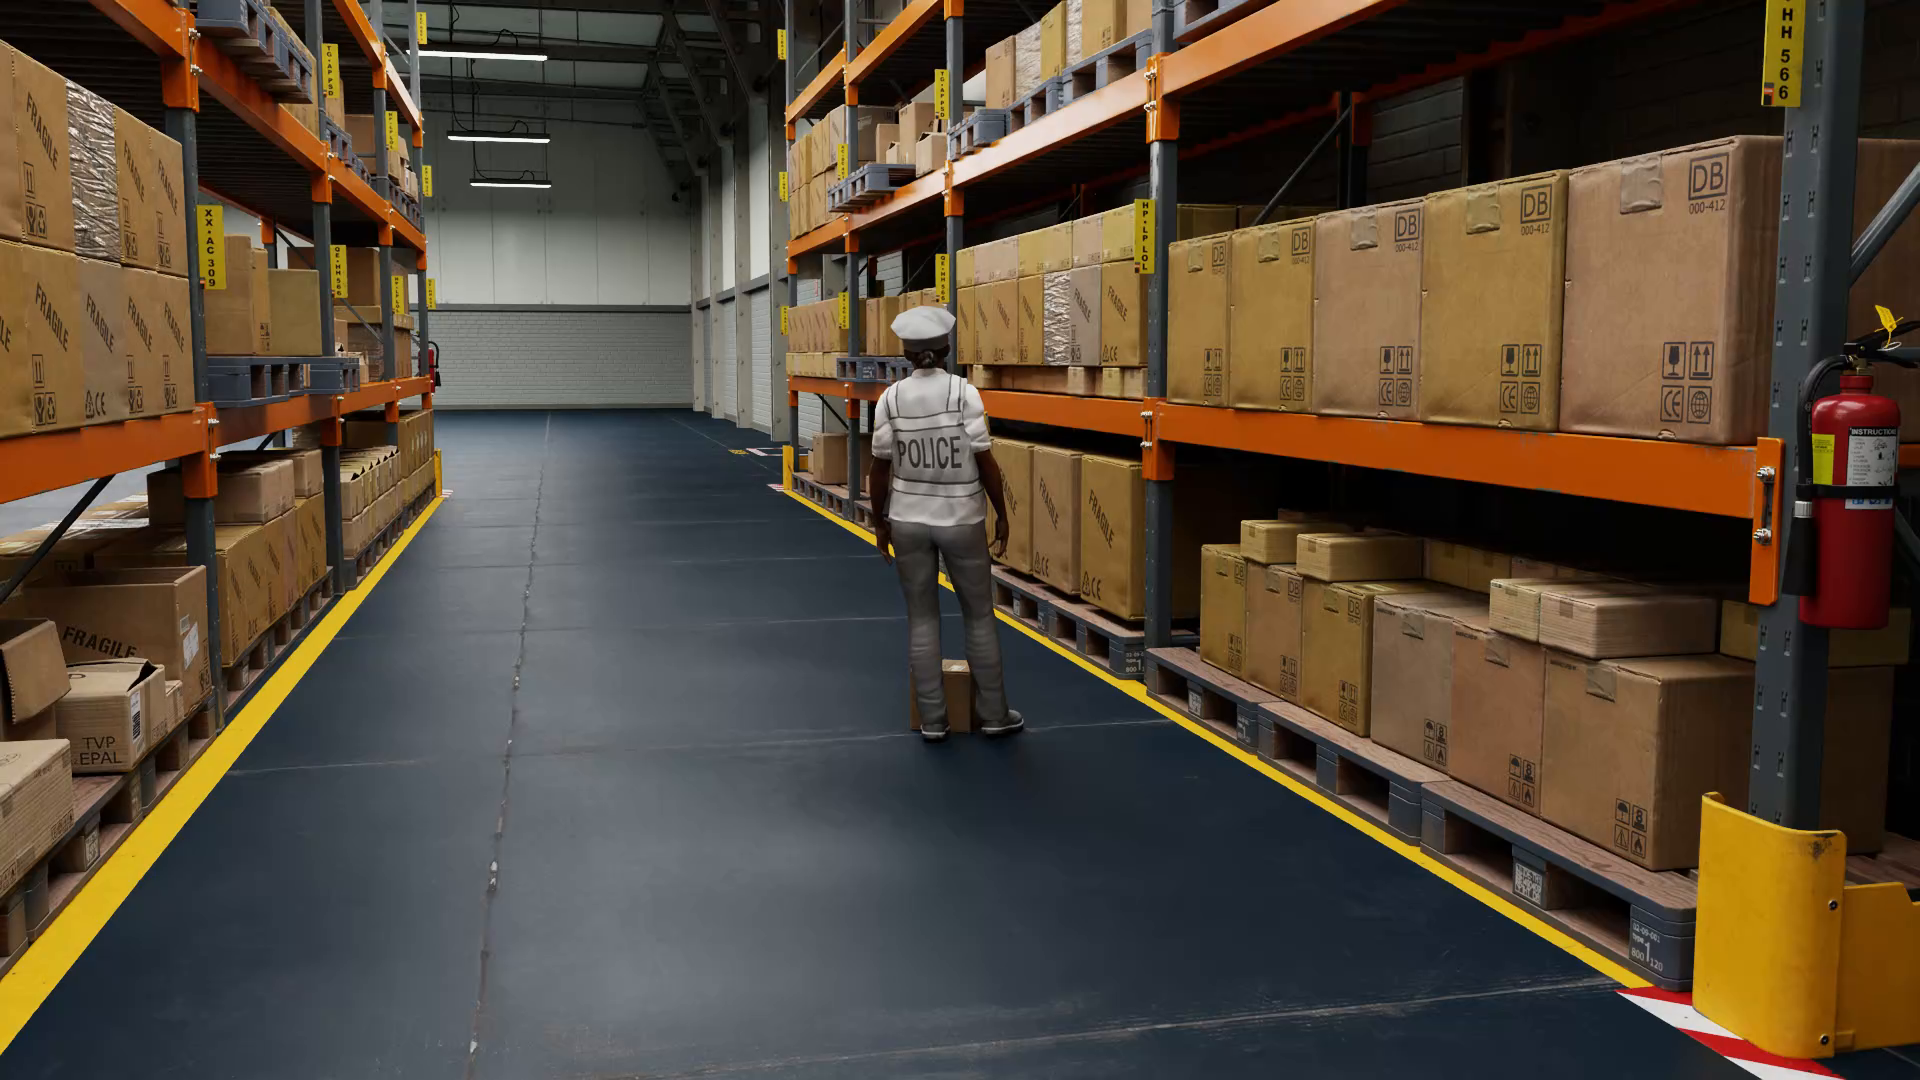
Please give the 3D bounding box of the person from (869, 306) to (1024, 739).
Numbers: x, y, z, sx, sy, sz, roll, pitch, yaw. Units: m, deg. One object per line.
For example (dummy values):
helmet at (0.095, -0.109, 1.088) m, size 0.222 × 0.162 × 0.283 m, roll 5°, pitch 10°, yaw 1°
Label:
person at (-0.057, -0.066, 6.547) m, size 0.569 × 1.696 × 0.528 m, roll 1°, pitch 6°, yaw 11°
